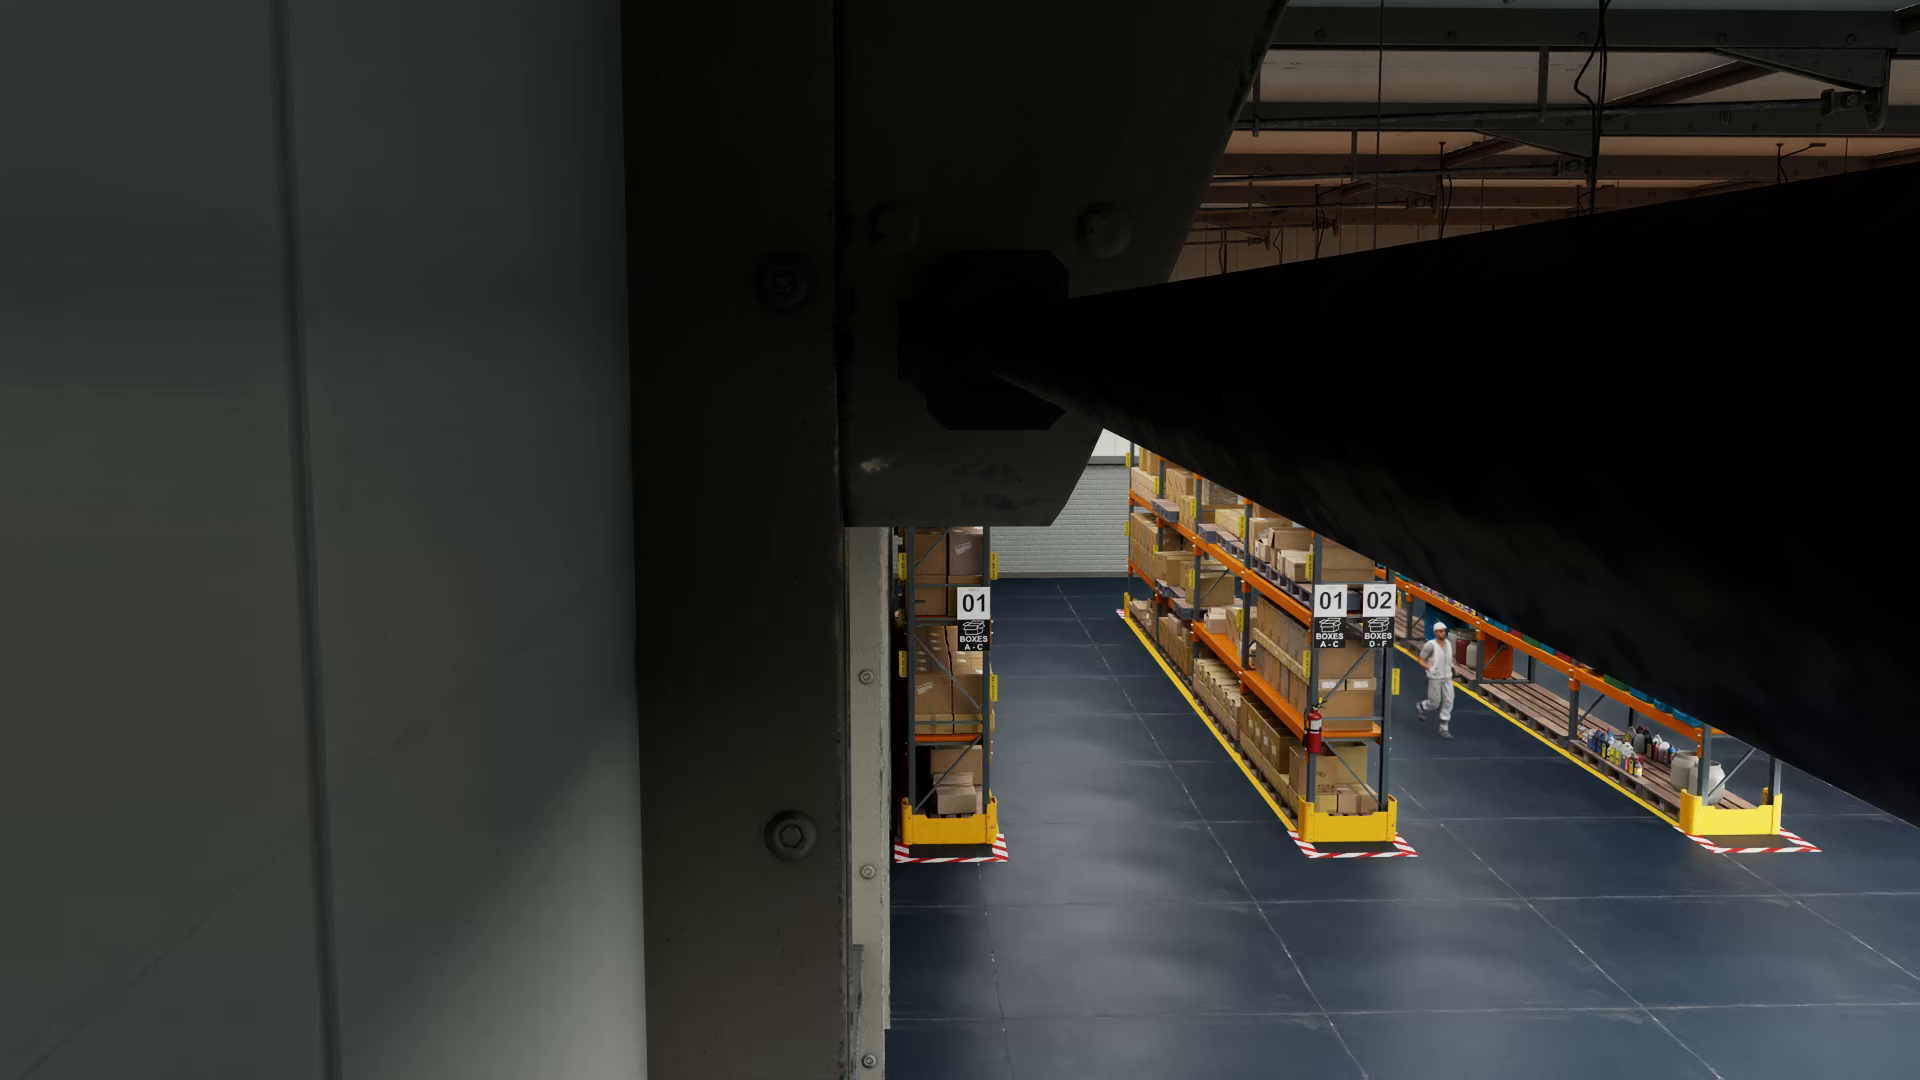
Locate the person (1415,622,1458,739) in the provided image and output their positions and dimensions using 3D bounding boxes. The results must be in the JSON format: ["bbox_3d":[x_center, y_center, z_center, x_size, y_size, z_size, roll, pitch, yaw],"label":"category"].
[{"bbox_3d":[7.443,2.151,25.897,0.658,1.771,0.863,-2,8,-18],"label":"person"}]
